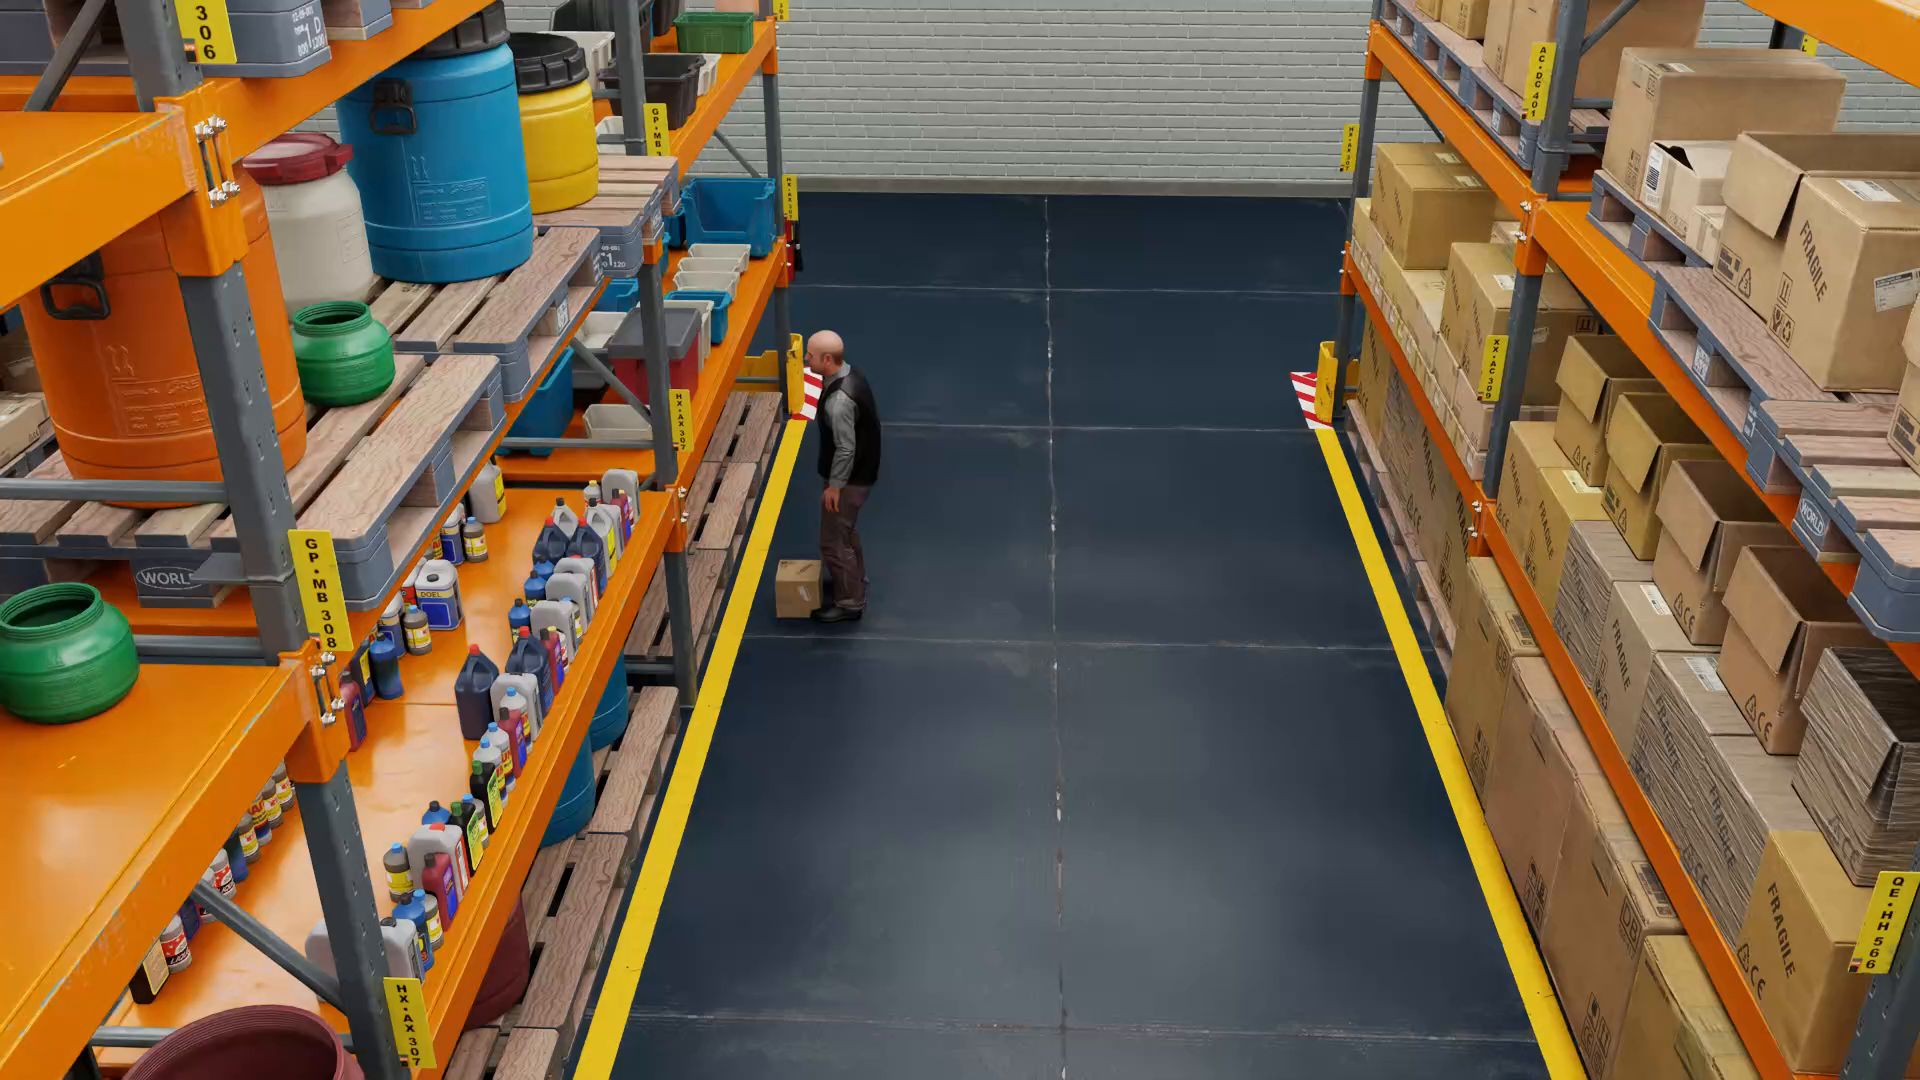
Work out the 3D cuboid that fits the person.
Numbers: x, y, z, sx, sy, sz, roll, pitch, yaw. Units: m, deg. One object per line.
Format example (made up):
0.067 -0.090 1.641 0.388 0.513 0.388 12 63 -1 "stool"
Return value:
-0.654 -0.363 9.337 0.429 1.720 0.590 -1 28 -1 "person"
